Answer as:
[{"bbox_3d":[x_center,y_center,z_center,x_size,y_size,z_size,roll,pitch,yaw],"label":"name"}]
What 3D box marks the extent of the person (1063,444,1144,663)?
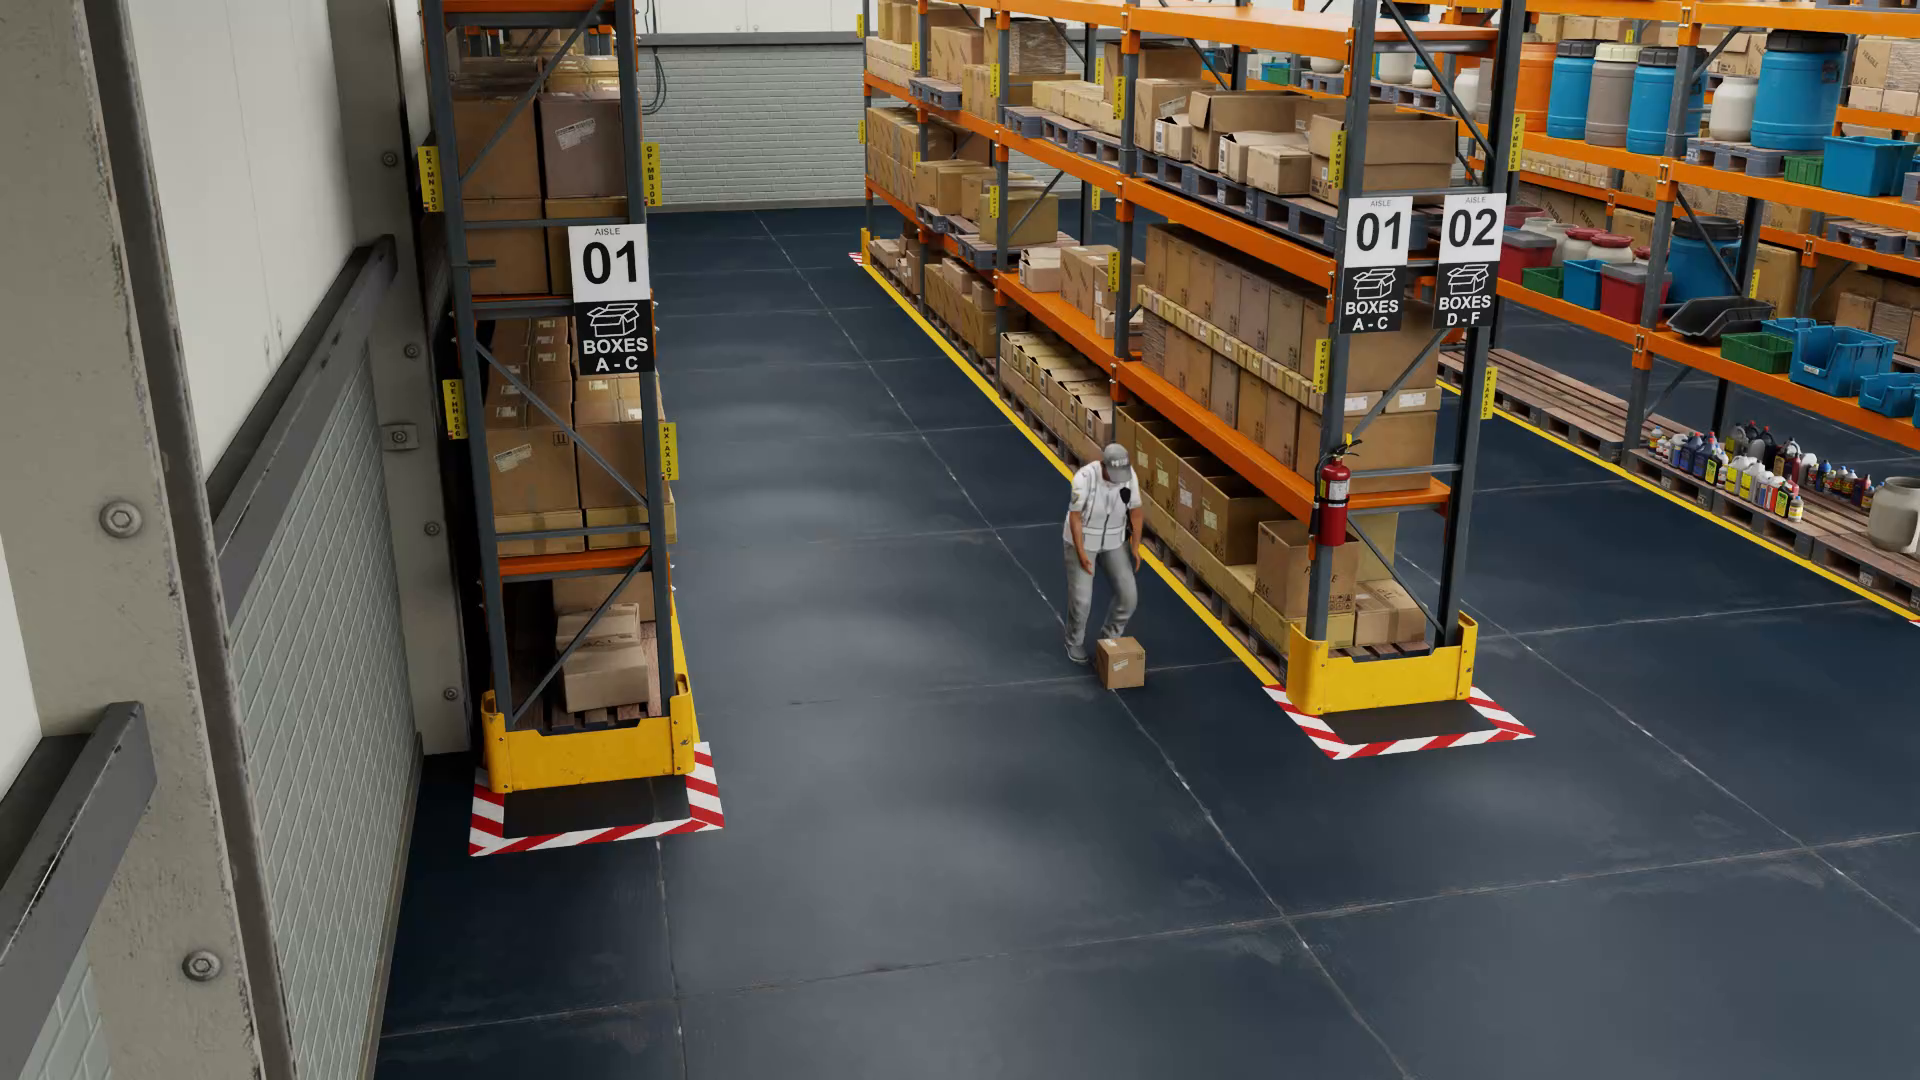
[{"bbox_3d":[0.964,0.058,11.110,0.519,1.541,0.591,-5,20,-13],"label":"person"}]
